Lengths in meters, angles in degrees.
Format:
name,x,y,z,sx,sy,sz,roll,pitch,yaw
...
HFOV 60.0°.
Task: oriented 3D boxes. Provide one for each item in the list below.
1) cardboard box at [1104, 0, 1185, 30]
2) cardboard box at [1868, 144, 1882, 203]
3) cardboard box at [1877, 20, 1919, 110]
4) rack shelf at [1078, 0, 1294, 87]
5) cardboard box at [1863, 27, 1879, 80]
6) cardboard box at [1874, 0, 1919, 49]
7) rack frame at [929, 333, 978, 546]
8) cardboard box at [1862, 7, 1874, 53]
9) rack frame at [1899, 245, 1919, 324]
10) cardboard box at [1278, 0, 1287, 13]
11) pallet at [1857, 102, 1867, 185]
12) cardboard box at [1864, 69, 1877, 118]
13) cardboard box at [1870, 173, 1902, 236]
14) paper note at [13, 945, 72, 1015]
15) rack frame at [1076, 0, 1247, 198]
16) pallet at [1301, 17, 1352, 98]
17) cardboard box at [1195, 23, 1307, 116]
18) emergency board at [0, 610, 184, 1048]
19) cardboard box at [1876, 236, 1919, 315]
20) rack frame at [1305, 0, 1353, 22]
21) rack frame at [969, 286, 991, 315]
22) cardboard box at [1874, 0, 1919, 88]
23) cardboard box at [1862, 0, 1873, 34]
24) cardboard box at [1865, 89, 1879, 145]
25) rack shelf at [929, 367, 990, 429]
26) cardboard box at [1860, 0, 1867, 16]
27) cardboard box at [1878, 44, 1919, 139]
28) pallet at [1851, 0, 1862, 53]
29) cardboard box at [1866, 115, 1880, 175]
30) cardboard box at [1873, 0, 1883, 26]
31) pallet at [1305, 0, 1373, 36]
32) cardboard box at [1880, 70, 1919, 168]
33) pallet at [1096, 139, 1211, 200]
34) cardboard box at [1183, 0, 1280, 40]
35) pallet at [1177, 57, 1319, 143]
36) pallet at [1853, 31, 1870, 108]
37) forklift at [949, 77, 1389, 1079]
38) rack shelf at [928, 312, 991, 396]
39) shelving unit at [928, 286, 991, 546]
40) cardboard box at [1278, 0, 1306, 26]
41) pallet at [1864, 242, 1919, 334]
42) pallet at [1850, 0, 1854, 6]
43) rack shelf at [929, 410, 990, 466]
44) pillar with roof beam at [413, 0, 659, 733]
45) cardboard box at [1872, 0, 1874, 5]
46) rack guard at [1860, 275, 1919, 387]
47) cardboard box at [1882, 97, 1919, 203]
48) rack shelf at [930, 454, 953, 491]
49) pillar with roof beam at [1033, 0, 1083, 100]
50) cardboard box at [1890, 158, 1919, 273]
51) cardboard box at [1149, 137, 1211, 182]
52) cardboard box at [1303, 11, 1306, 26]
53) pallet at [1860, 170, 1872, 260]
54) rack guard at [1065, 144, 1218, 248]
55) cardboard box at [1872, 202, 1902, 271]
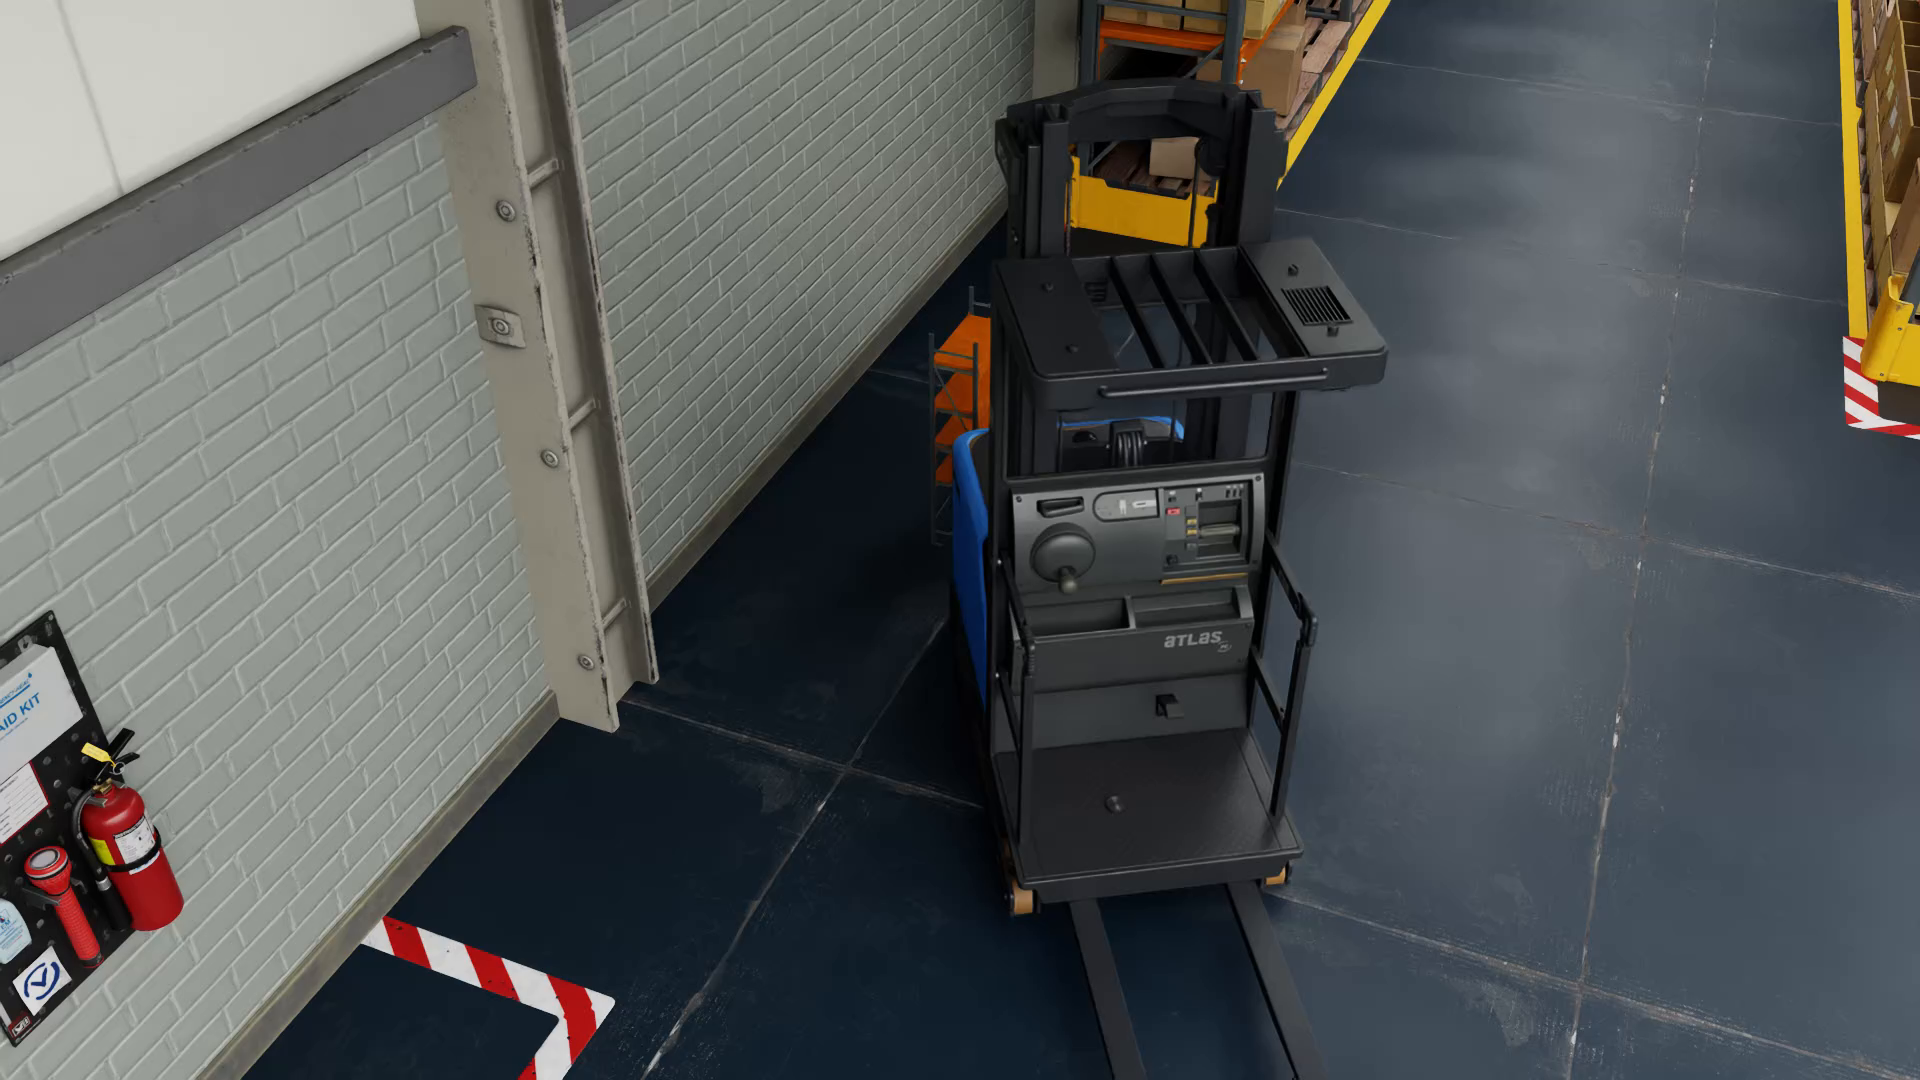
name,x,y,z,sx,sy,sz,roll,pitch,yaw
cardboard box,1.241,-3.496,10.631,0.500,0.250,0.500,14,39,18
cardboard box,6.316,-2.383,10.980,0.500,0.250,0.500,14,39,18
cardboard box,6.698,-3.236,11.495,0.500,0.500,0.500,14,39,18
rack shelf,2.004,-4.064,11.884,1.077,0.370,4.000,14,39,18
cardboard box,7.237,-3.695,12.736,0.500,0.250,0.500,13,39,17
cardboard box,7.236,-3.914,12.560,0.500,0.311,0.500,14,39,18
rack frame,-0.030,-0.437,7.934,0.240,1.200,0.015,14,39,18
cardboard box,7.431,-3.975,13.110,0.500,0.250,0.500,13,39,17
rack frame,5.825,-2.118,8.680,1.000,3.000,0.127,14,39,18
cardboard box,1.906,-3.681,10.880,0.500,0.250,0.500,13,39,16
pallet,7.006,-2.785,11.901,1.003,0.211,1.213,14,39,18
cardboard box,6.890,-3.212,12.089,0.500,0.250,0.500,14,39,18
cardboard box,6.124,-2.106,10.610,0.500,0.250,0.500,14,39,18
paper note,-2.681,1.287,4.859,0.016,0.148,0.142,14,39,18
rack frame,1.243,-3.245,10.187,1.000,3.000,0.127,14,39,18
pallet,2.542,-3.962,13.476,1.003,0.211,1.213,14,39,18
cardboard box,2.131,-3.493,12.239,0.700,0.500,0.500,11,38,15
emergency board,-2.549,0.852,4.706,0.194,1.169,0.643,14,39,18
cardboard box,5.756,-1.549,9.865,0.500,0.250,0.500,14,39,18
rack frame,2.765,-5.459,13.150,1.000,3.000,0.127,14,39,18
rack frame,0.156,-0.707,8.296,0.240,1.200,0.015,14,39,18
cardboard box,6.881,-3.515,11.868,0.500,0.500,0.500,14,39,18
cardboard box,7.625,-4.258,13.489,0.500,0.250,0.500,15,39,19
cardboard box,6.695,-2.936,11.721,0.500,0.250,0.500,14,39,18
rack shelf,0.063,-0.698,8.021,0.258,0.148,0.480,14,39,18
cardboard box,7.820,-4.540,13.866,0.500,0.250,0.500,15,39,19
cardboard box,6.501,-2.961,11.127,0.500,0.500,0.500,14,39,18
pallet,8.054,-4.311,13.942,1.003,0.211,1.213,14,39,18
cardboard box,6.500,-2.661,11.352,0.500,0.250,0.500,14,39,18
cardboard box,7.428,-4.203,12.947,0.500,0.311,0.500,15,39,19
pallet,3.060,-4.774,14.562,1.003,0.211,1.213,14,39,18
cardboard box,6.312,-2.684,10.756,0.500,0.500,0.500,14,39,18
pallet,1.613,-2.612,11.669,1.003,0.211,1.213,14,39,18
cardboard box,1.722,-3.390,10.491,0.500,0.250,0.500,13,39,16
pallet,2.079,-3.285,12.570,1.003,0.211,1.213,14,39,18
pallet,7.591,-3.633,13.035,1.003,0.211,1.213,14,39,18
forklift,0.683,0.040,5.850,1.130,2.935,3.031,-5,37,-7
rack shelf,0.063,-0.887,7.880,0.258,0.148,0.480,14,39,18
shelving unit,0.063,-0.572,8.115,0.258,1.200,0.503,14,39,18
cardboard box,2.407,-4.050,12.986,0.500,0.500,0.500,11,38,14
pallet,6.077,-1.434,10.094,1.003,0.211,1.213,14,39,18
pallet,8.520,-4.984,14.843,1.003,0.211,1.213,14,39,18
rack shelf,0.063,-0.518,8.155,0.258,0.148,0.480,14,39,18
pillar with roof beam,2.407,-1.930,3.417,9.100,9.000,0.400,14,39,18
cardboard box,7.620,-4.479,13.316,0.500,0.311,0.500,14,39,18
rack guard,5.816,-1.104,9.411,1.175,0.500,0.348,14,39,18
cardboard box,6.121,-2.407,10.386,0.500,0.500,0.500,14,39,18
rack shelf,0.063,-0.359,8.274,0.258,0.148,0.480,14,39,18
pillar with roof beam,4.690,-5.251,7.861,9.100,9.000,0.400,14,39,18
cardboard box,5.754,-1.850,9.641,0.500,0.500,0.500,14,39,18
cardboard box,1.589,-2.706,11.345,0.500,0.311,0.500,10,38,13
cardboard box,2.589,-4.198,13.461,0.380,0.166,0.250,9,38,12
pallet,6.543,-2.107,10.995,1.003,0.211,1.213,14,39,18
rack guard,1.272,-2.285,10.992,1.175,0.500,0.348,14,39,18
cardboard box,5.935,-1.829,10.239,0.500,0.250,0.500,14,39,18
